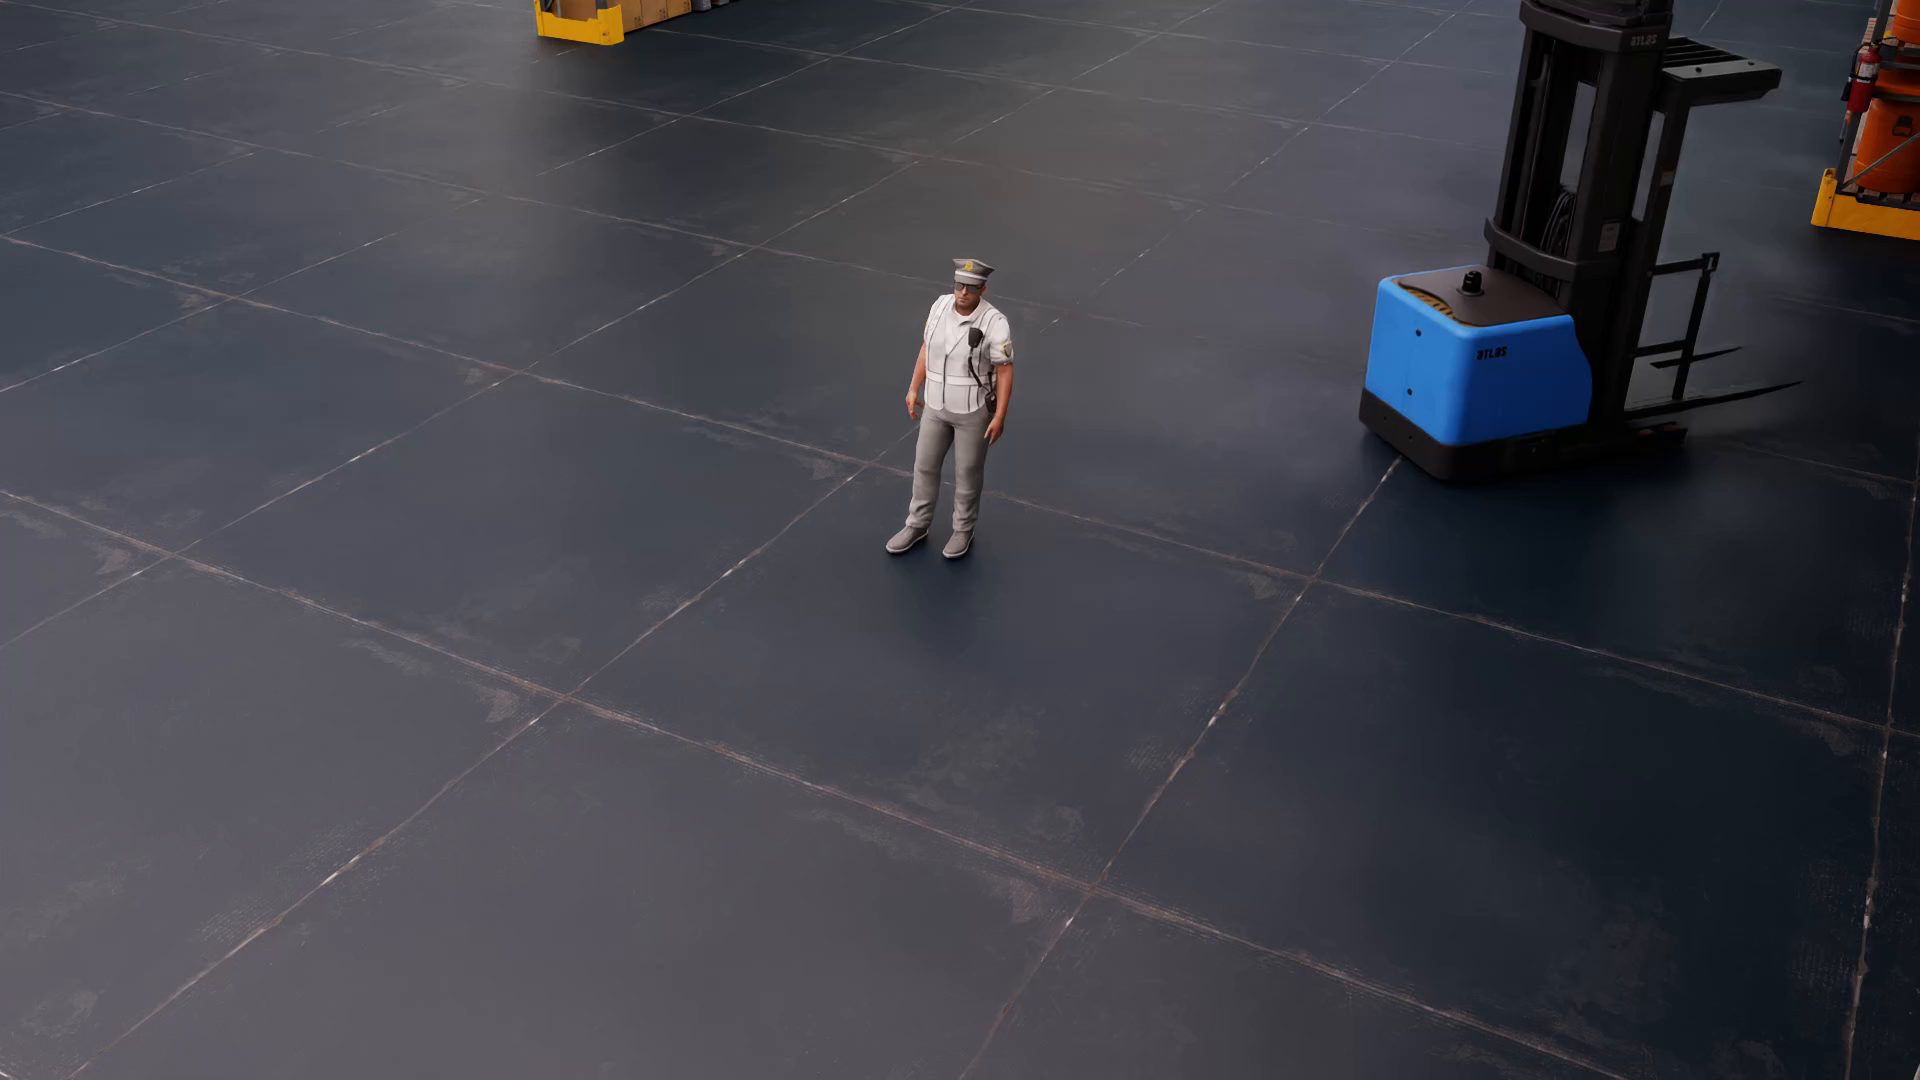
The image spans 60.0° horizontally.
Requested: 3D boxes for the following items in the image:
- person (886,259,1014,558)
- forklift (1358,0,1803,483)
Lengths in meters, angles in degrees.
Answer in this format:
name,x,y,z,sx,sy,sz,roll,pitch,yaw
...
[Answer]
name,x,y,z,sx,sy,sz,roll,pitch,yaw
person,-0.048,-0.744,9.501,0.641,1.772,0.574,15,33,25
forklift,4.277,-2.072,10.661,3.031,2.935,1.130,-10,32,-17
